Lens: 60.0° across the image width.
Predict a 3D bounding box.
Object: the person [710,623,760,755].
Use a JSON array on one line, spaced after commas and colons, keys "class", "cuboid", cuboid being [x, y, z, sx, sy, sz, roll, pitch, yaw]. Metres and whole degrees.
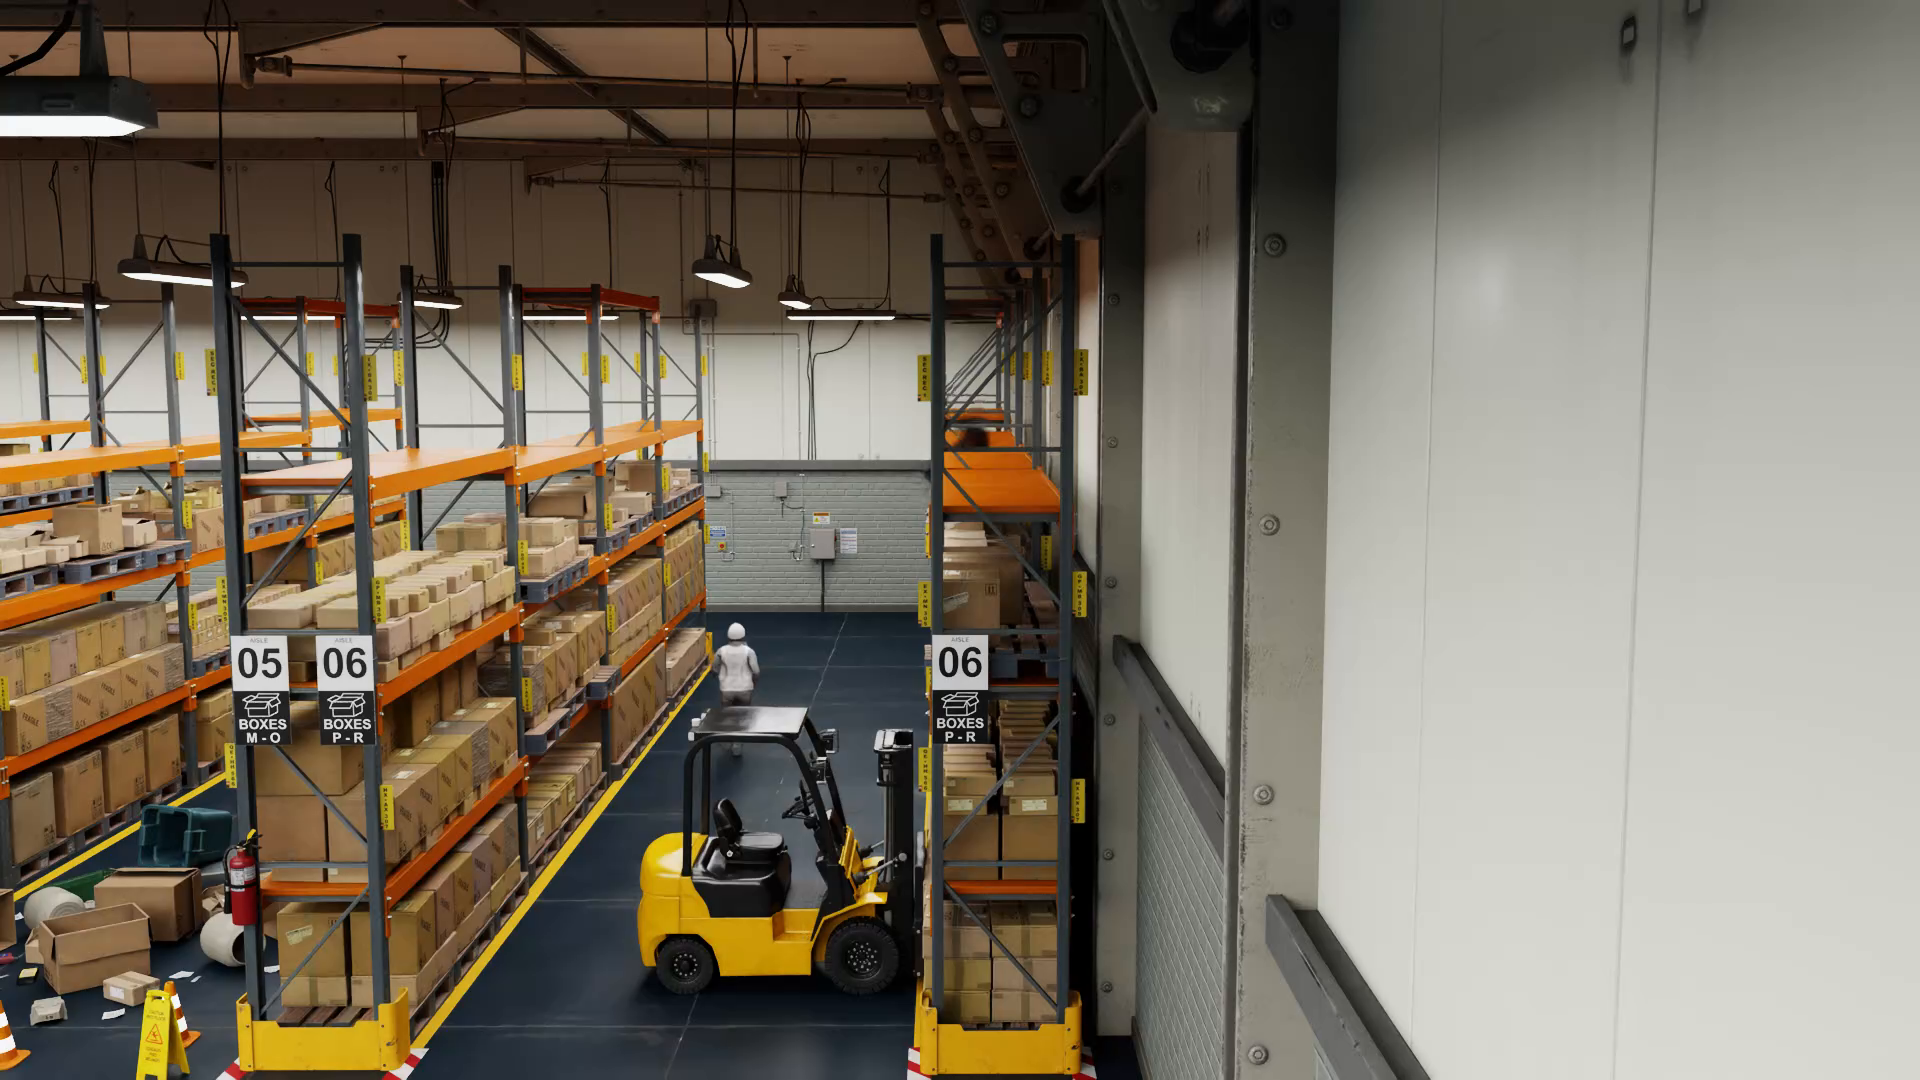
[{"class": "person", "cuboid": [-2.900, 1.930, 21.541, 0.644, 1.727, 0.580, 0, 6, 2]}]
